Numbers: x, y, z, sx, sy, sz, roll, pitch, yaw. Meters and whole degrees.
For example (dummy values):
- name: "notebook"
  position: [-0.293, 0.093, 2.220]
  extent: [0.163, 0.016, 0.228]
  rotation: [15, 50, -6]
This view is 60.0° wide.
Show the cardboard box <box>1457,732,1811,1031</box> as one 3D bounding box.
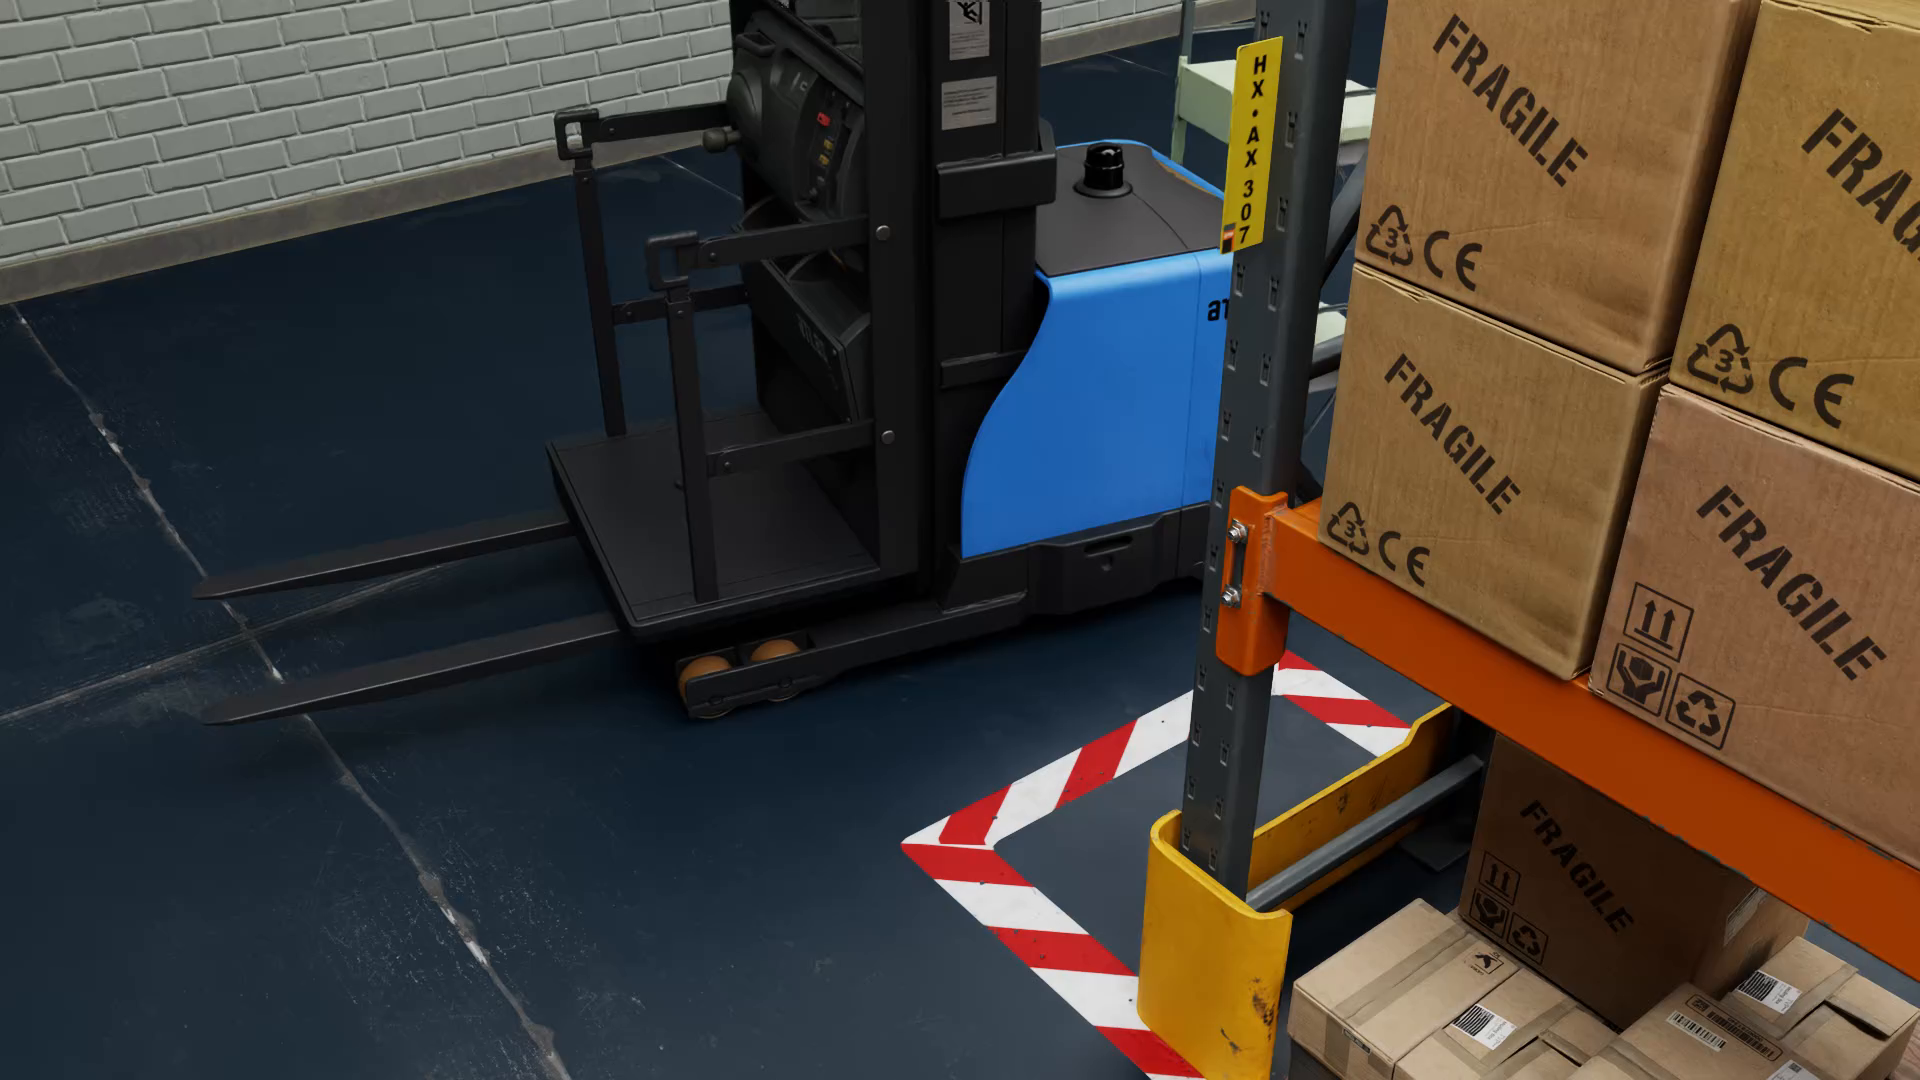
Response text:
- name: "cardboard box"
  position: [1.406, 0.611, 3.375]
  extent: [0.500, 0.500, 0.500]
  rotation: [-22, 38, -31]

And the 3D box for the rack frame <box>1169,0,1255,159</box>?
- name: "rack frame"
  position: [0.852, -1.045, 5.504]
  extent: [0.400, 1.500, 0.023]
  rotation: [-12, 34, -20]

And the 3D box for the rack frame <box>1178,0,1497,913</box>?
- name: "rack frame"
  position: [0.878, -0.411, 3.068]
  extent: [1.000, 3.000, 0.127]
  rotation: [-22, 38, -31]

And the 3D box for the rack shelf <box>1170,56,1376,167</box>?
- name: "rack shelf"
  position: [1.003, -1.201, 5.014]
  extent: [0.431, 0.370, 0.720]
  rotation: [-12, 34, -20]

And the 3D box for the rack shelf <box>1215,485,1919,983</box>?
- name: "rack shelf"
  position: [2.104, 0.728, 1.916]
  extent: [1.077, 0.370, 4.000]
  rotation: [-22, 38, -31]

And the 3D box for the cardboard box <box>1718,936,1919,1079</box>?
- name: "cardboard box"
  position: [1.583, 0.951, 3.145]
  extent: [0.380, 0.166, 0.250]
  rotation: [-22, 38, -31]

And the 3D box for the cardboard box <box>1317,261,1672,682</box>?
- name: "cardboard box"
  position: [0.941, -0.183, 2.607]
  extent: [0.500, 0.500, 0.500]
  rotation: [-21, 38, -30]

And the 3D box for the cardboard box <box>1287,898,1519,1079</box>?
- name: "cardboard box"
  position: [0.863, 0.899, 3.244]
  extent: [0.380, 0.149, 0.250]
  rotation: [-22, 38, -31]

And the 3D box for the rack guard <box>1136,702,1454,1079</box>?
- name: "rack guard"
  position: [0.924, 0.683, 3.677]
  extent: [1.175, 0.500, 0.348]
  rotation: [-22, 38, -31]

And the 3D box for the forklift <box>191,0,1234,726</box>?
- name: "forklift"
  position: [-0.613, -1.081, 4.213]
  extent: [3.031, 2.935, 1.130]
  rotation: [-13, 34, -20]

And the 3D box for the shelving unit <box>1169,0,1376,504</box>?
- name: "shelving unit"
  position: [0.997, -0.868, 5.218]
  extent: [0.431, 1.500, 0.755]
  rotation: [-12, 34, -20]

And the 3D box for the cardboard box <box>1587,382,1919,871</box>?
- name: "cardboard box"
  position: [1.262, 0.030, 2.263]
  extent: [0.500, 0.500, 0.500]
  rotation: [-23, 38, -32]

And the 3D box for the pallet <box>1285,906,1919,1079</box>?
- name: "pallet"
  position: [1.414, 1.138, 3.219]
  extent: [1.003, 0.211, 1.213]
  rotation: [-22, 38, -31]

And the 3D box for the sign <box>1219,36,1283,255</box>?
- name: "sign"
  position: [0.449, -0.603, 2.557]
  extent: [0.100, 0.325, 0.005]
  rotation: [-22, 38, -31]

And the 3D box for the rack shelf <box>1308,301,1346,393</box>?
- name: "rack shelf"
  position: [0.992, -0.590, 5.388]
  extent: [0.431, 0.370, 0.720]
  rotation: [-12, 34, -20]

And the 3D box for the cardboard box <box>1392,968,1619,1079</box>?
- name: "cardboard box"
  position: [1.016, 0.996, 3.072]
  extent: [0.380, 0.166, 0.250]
  rotation: [-22, 38, -31]

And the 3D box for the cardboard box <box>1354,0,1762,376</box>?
- name: "cardboard box"
  position: [0.941, -0.608, 2.343]
  extent: [0.500, 0.500, 0.500]
  rotation: [-21, 38, -30]

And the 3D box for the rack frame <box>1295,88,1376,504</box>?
- name: "rack frame"
  position: [1.142, -0.690, 4.932]
  extent: [0.400, 1.500, 0.023]
  rotation: [-12, 34, -20]

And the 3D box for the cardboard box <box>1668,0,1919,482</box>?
- name: "cardboard box"
  position: [1.268, -0.392, 1.996]
  extent: [0.500, 0.500, 0.500]
  rotation: [-22, 38, -31]

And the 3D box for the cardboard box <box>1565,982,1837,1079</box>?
- name: "cardboard box"
  position: [1.294, 1.097, 2.829]
  extent: [0.500, 0.250, 0.500]
  rotation: [-22, 38, -31]
